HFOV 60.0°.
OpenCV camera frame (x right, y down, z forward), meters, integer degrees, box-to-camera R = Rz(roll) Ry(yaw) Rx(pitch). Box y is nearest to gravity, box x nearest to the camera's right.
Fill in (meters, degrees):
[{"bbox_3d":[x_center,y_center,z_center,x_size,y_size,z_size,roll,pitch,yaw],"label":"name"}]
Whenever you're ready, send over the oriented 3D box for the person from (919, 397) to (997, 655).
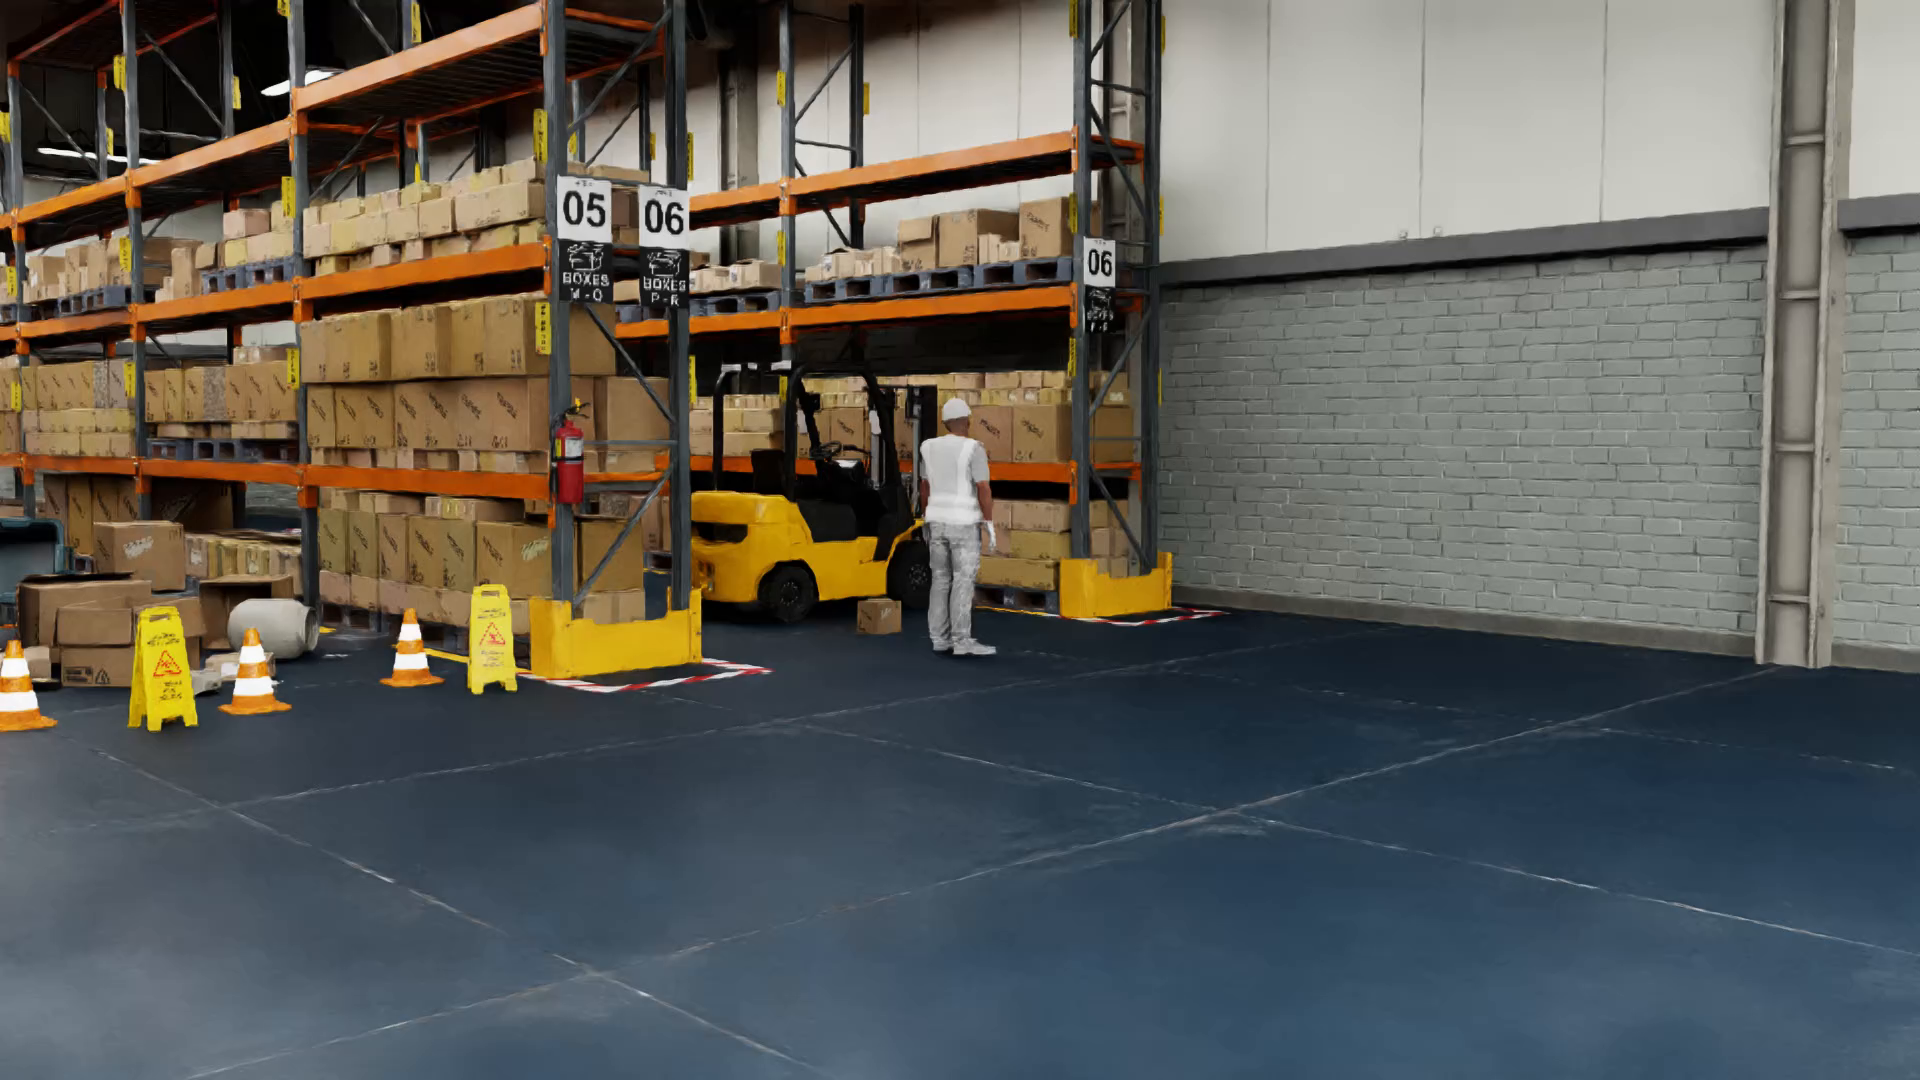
[{"bbox_3d":[-0.014,-0.105,11.694,0.638,1.792,0.392,3,5,39],"label":"person"}]
